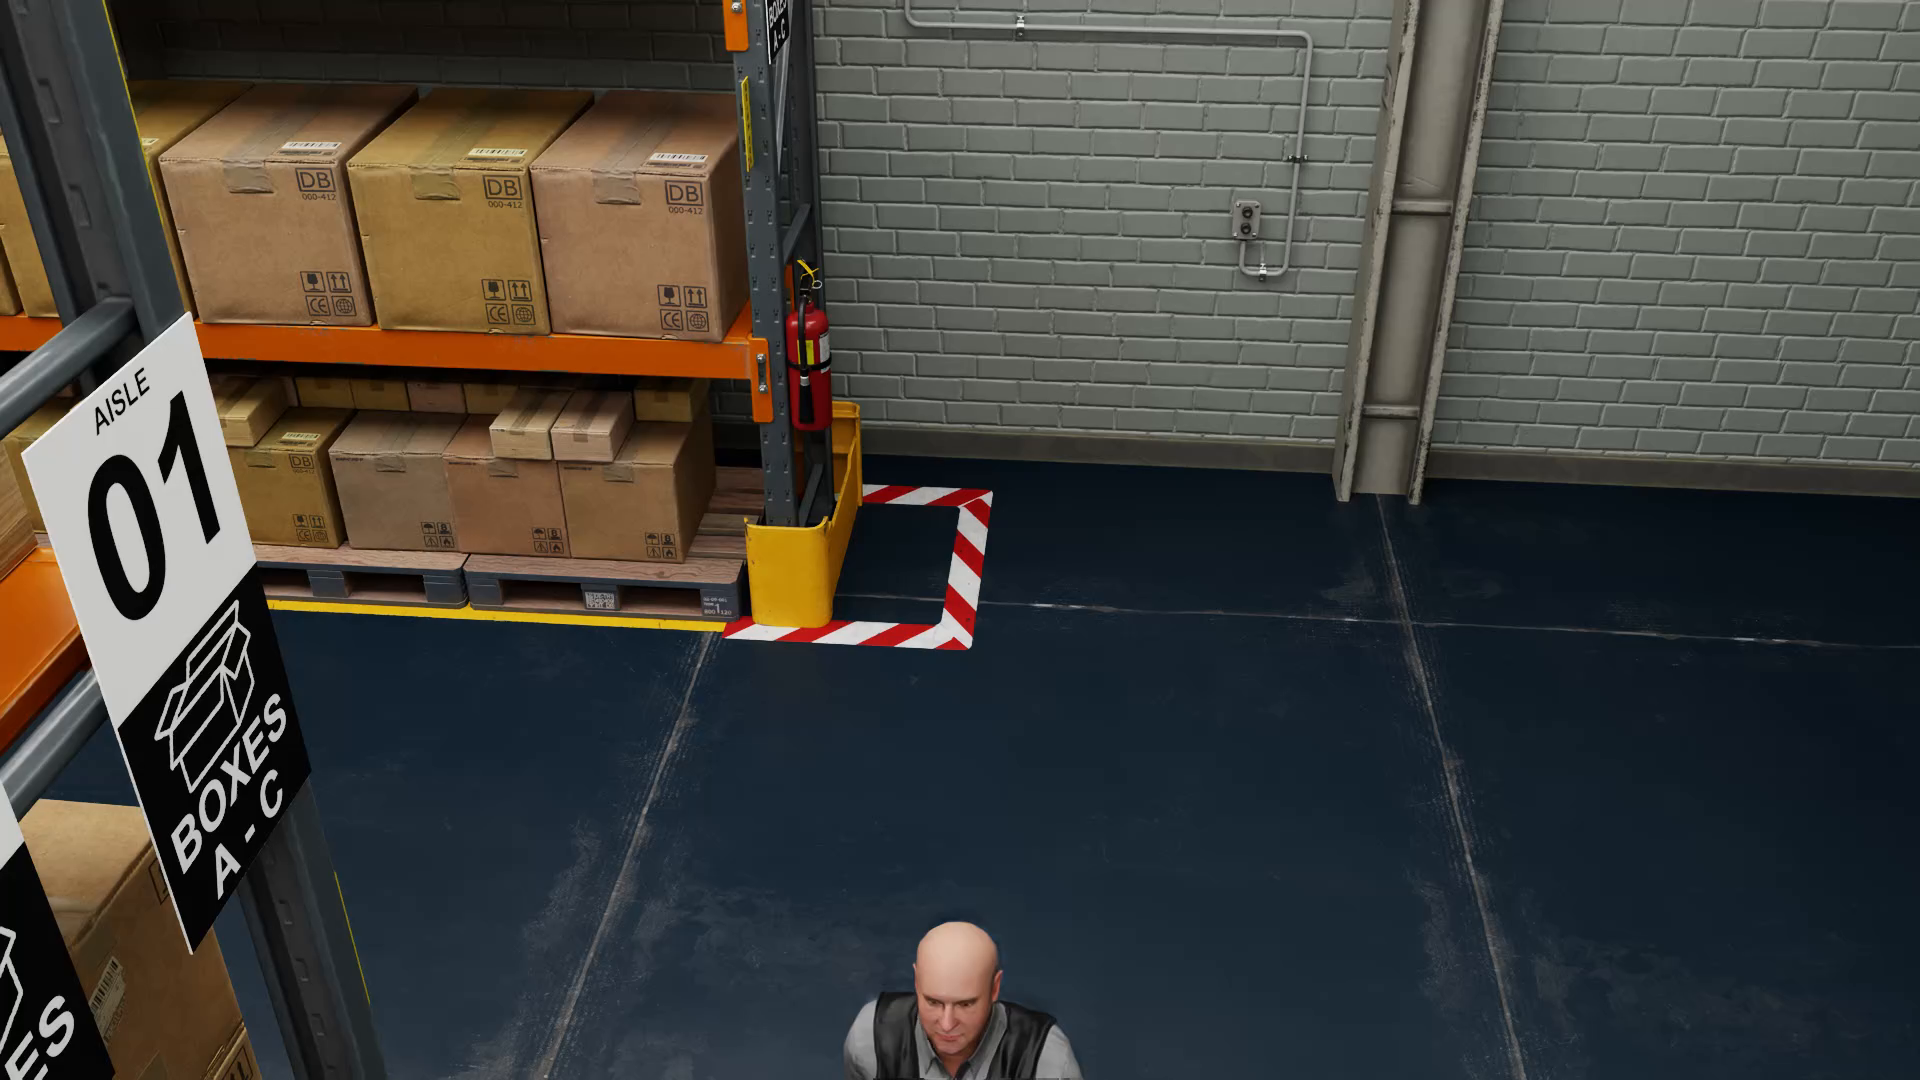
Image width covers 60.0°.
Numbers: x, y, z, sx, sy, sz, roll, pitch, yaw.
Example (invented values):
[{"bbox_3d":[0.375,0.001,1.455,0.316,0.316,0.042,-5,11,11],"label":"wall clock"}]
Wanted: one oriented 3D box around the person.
[{"bbox_3d":[0.010,1.543,3.642,0.558,1.658,1.043,2,32,4],"label":"person"}]
